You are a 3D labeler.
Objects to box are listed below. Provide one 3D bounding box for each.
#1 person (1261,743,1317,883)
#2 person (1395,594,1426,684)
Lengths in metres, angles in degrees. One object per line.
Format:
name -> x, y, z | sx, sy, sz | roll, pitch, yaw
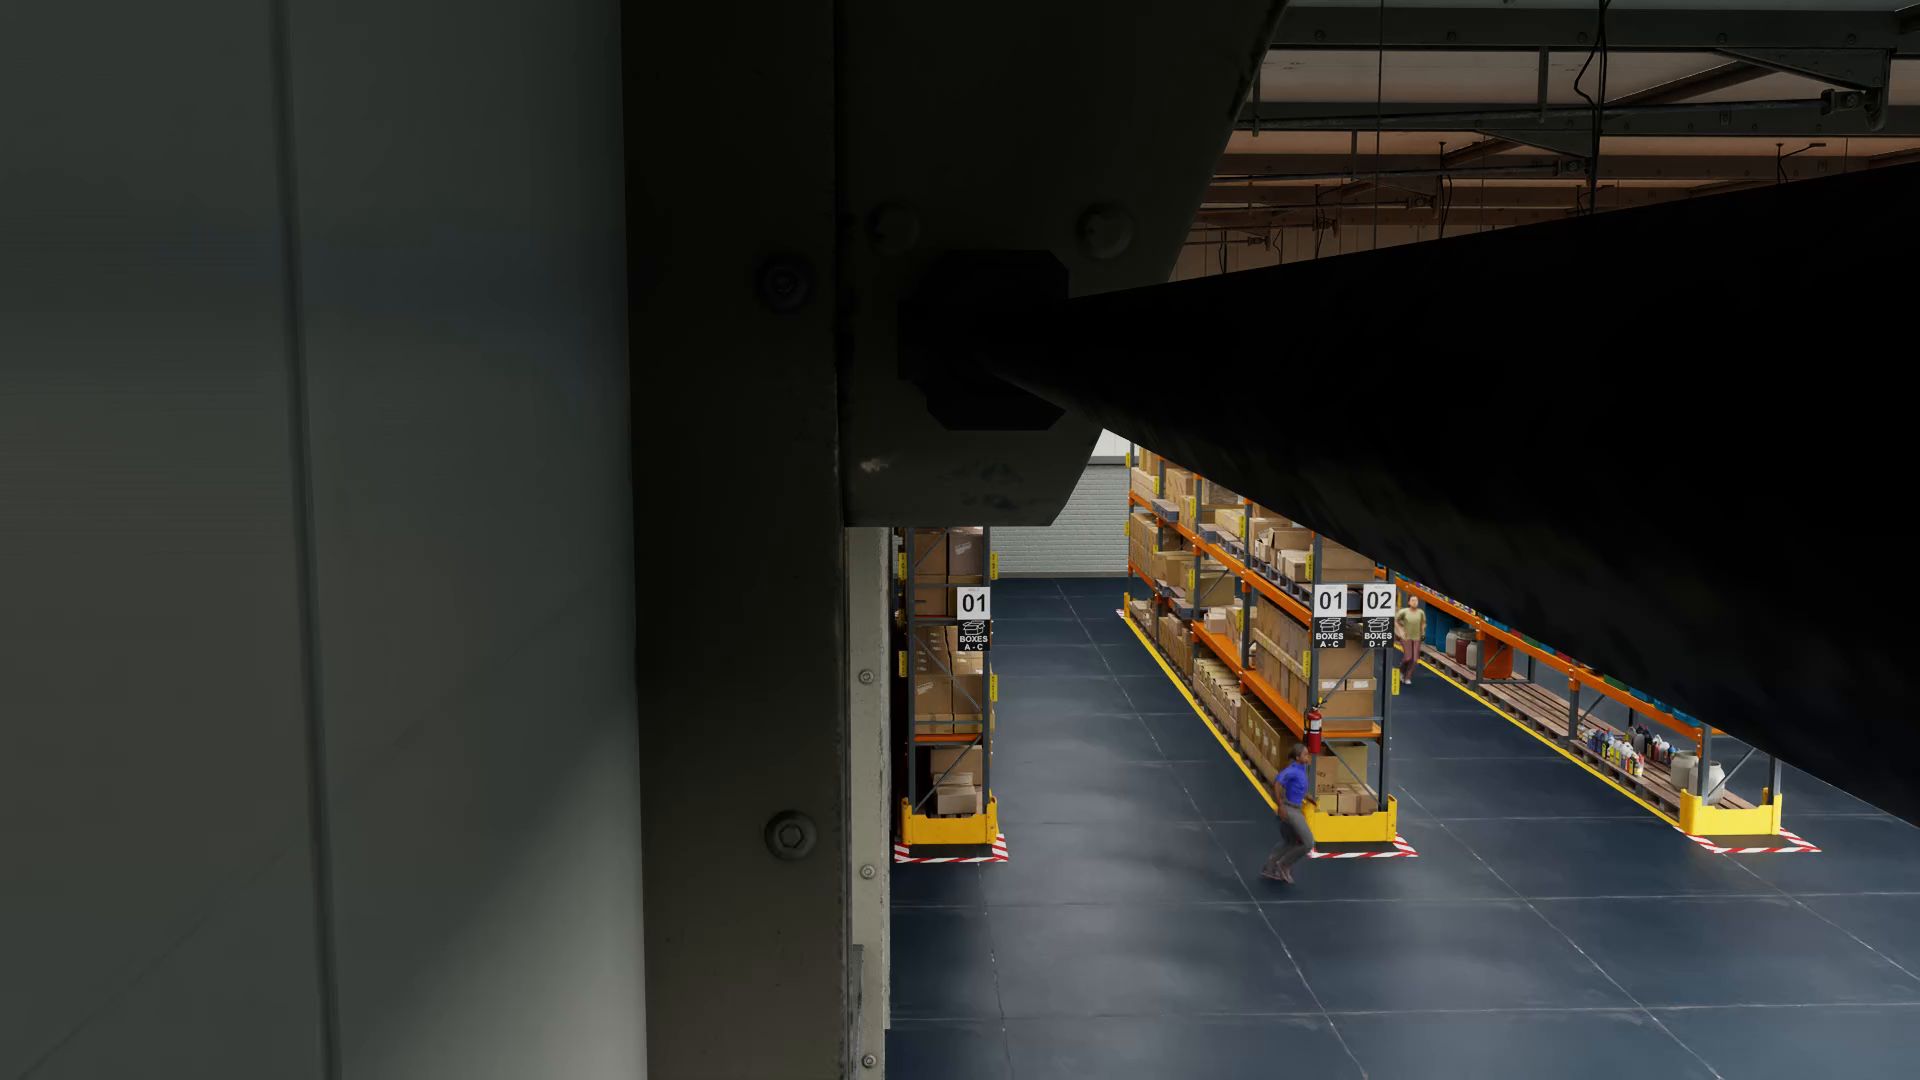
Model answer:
person -> 3.751, 3.109, 18.925 | 0.622, 1.625, 0.608 | 3, 8, 20
person -> 7.969, 1.763, 29.310 | 0.551, 1.623, 0.530 | -1, 7, -5
